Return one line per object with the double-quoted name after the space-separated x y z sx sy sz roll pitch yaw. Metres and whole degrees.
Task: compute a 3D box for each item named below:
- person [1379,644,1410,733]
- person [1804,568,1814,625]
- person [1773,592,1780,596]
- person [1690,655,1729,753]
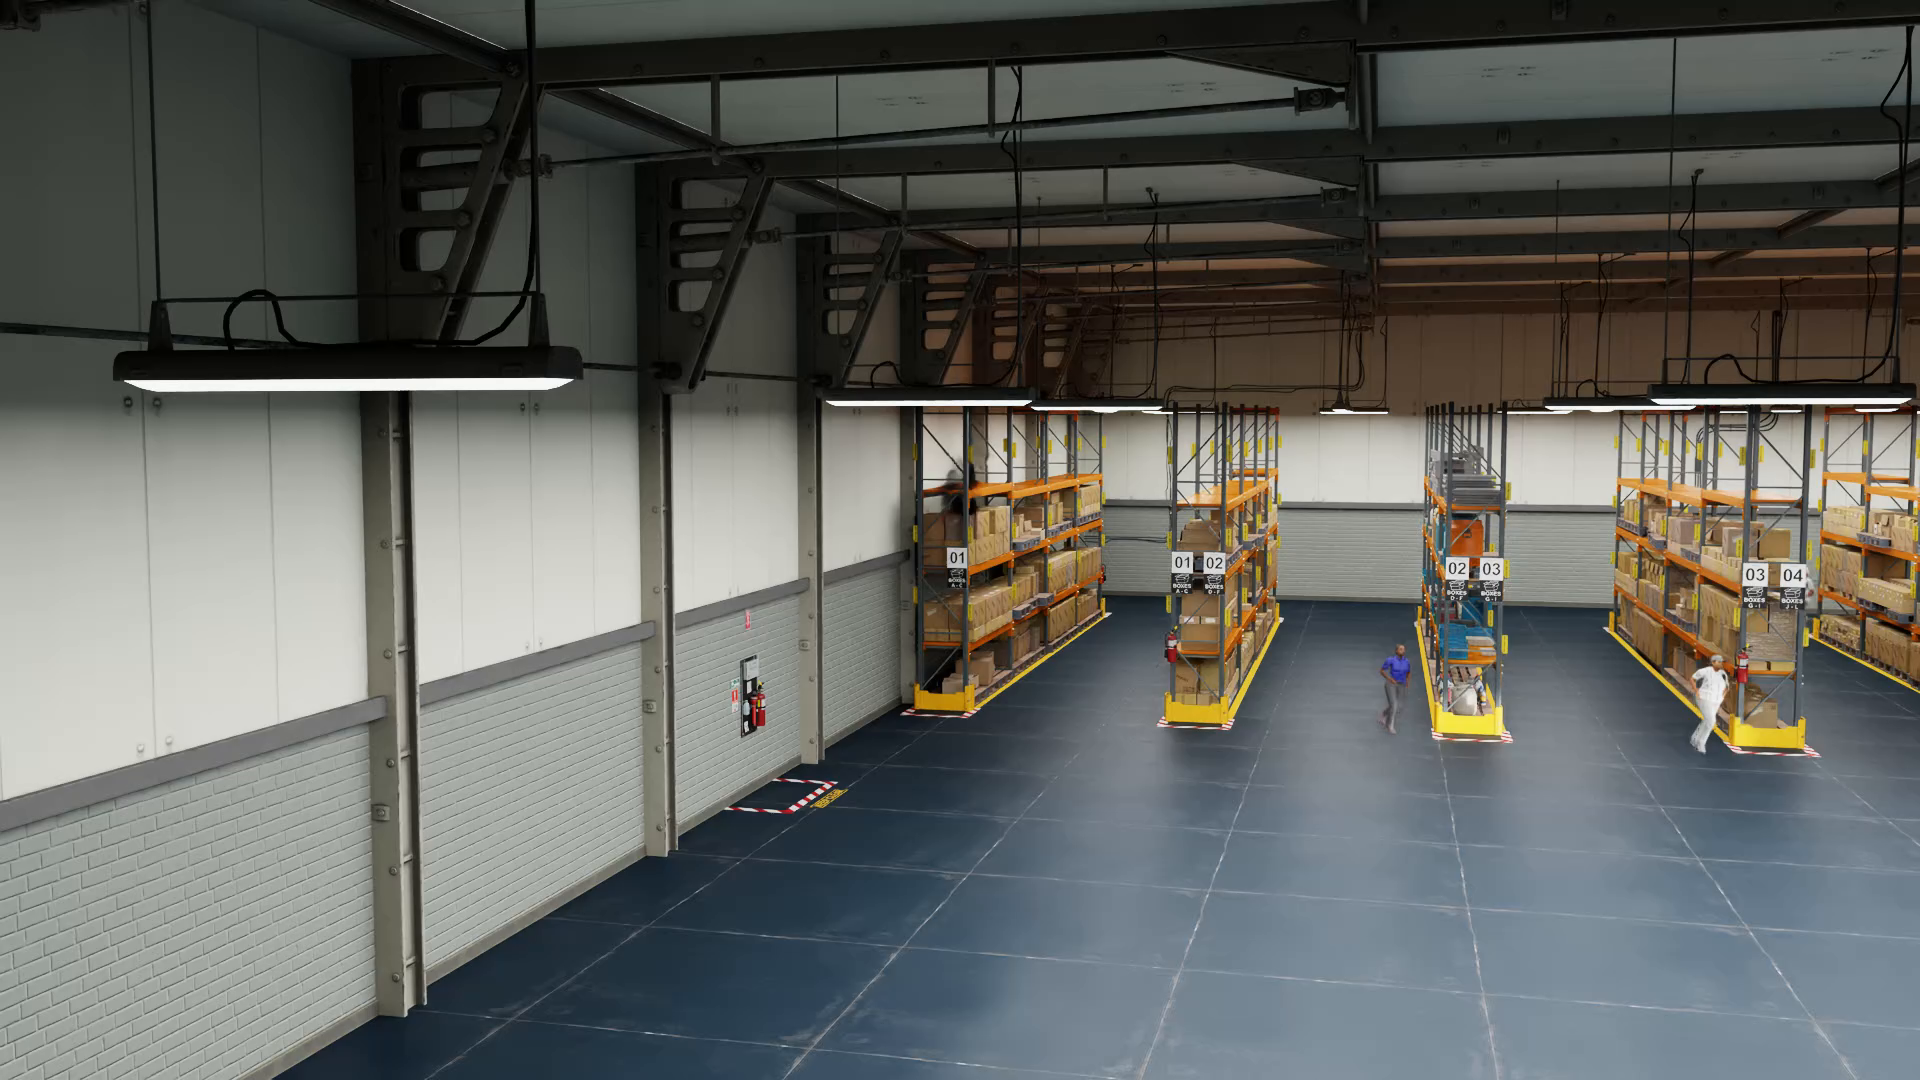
7.953 2.695 30.400 0.612 1.611 0.605 -1 4 -14 "person"
22.412 1.615 44.210 0.562 1.761 0.713 0 4 -5 "person"
20.434 1.837 41.349 0.536 1.698 0.713 2 4 20 "person"
12.894 2.811 28.585 0.638 1.694 0.642 -1 4 -17 "person"
